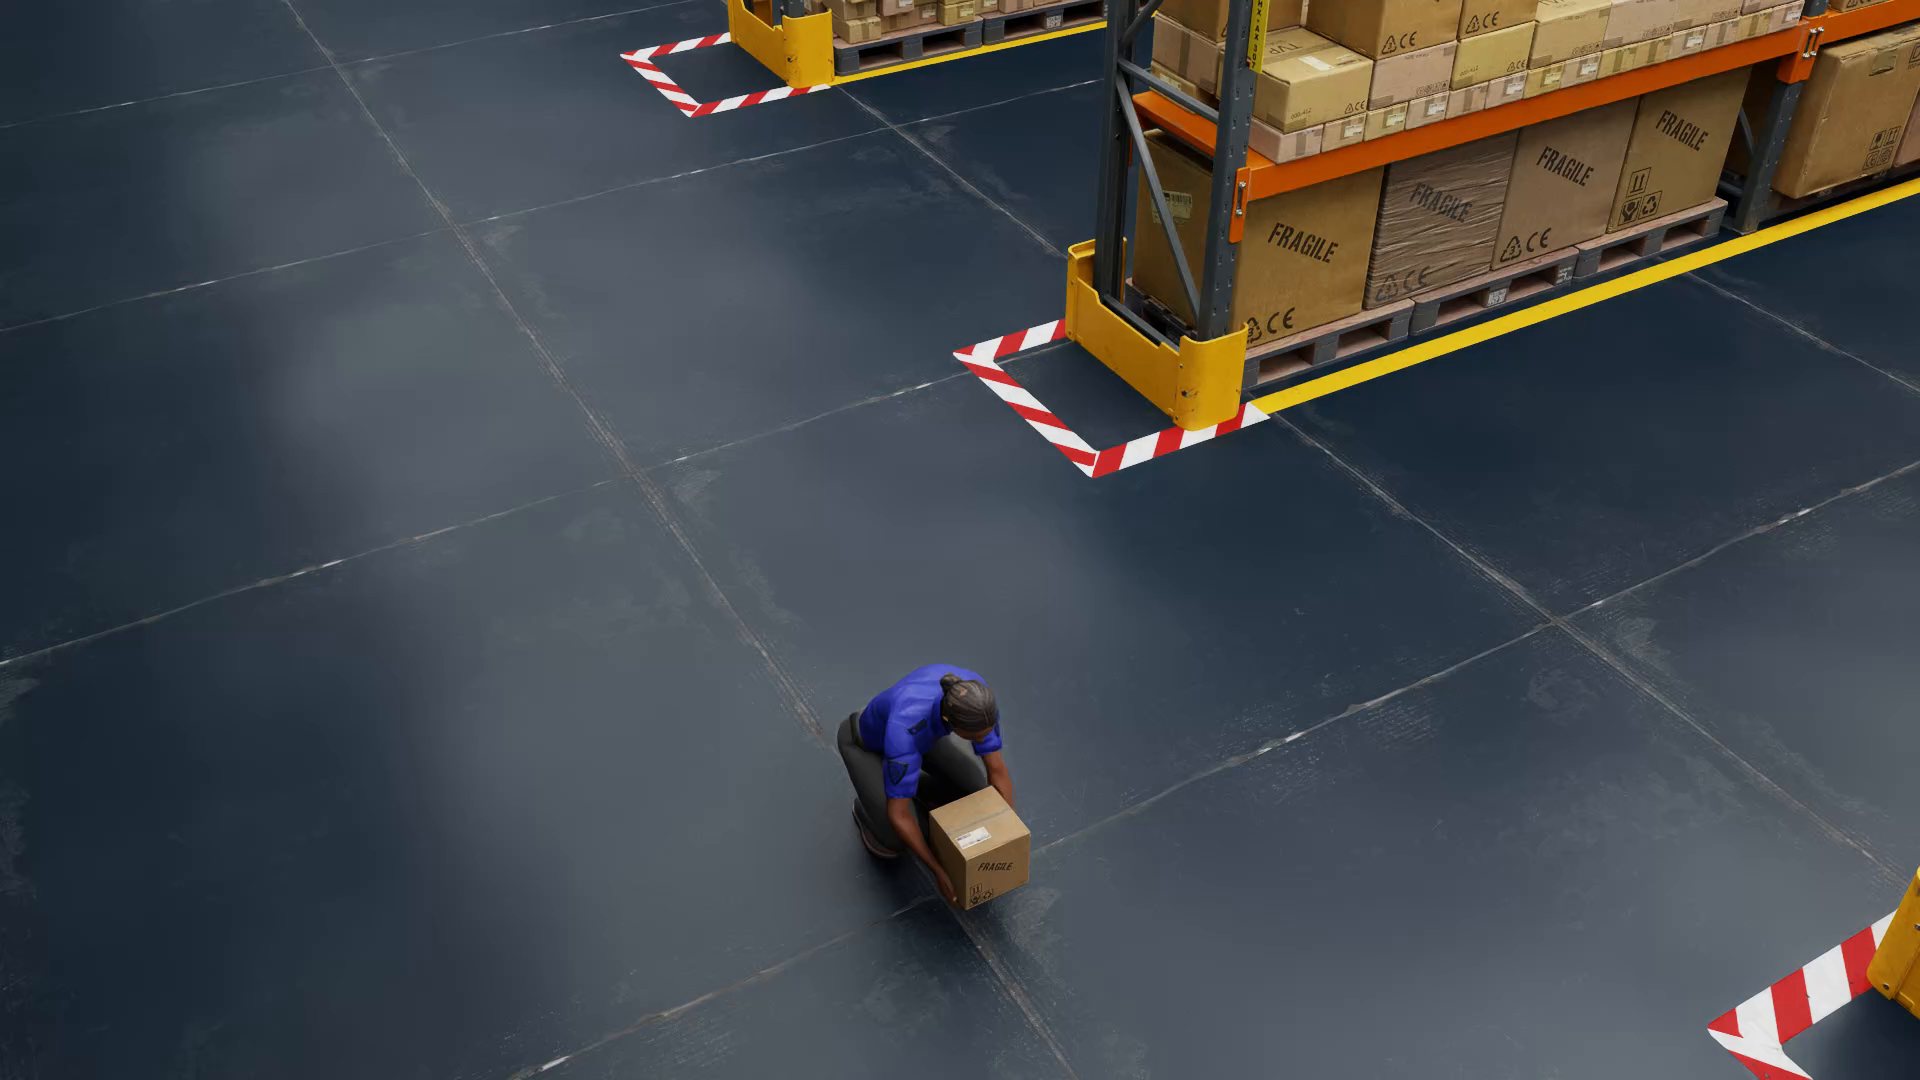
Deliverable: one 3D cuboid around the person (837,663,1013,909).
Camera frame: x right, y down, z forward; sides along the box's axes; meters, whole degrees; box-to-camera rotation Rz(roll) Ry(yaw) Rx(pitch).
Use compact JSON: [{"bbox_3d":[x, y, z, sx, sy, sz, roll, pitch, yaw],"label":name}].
[{"bbox_3d":[-0.109,0.764,5.765,0.488,0.924,0.825,-20,41,-24],"label":"person"}]
